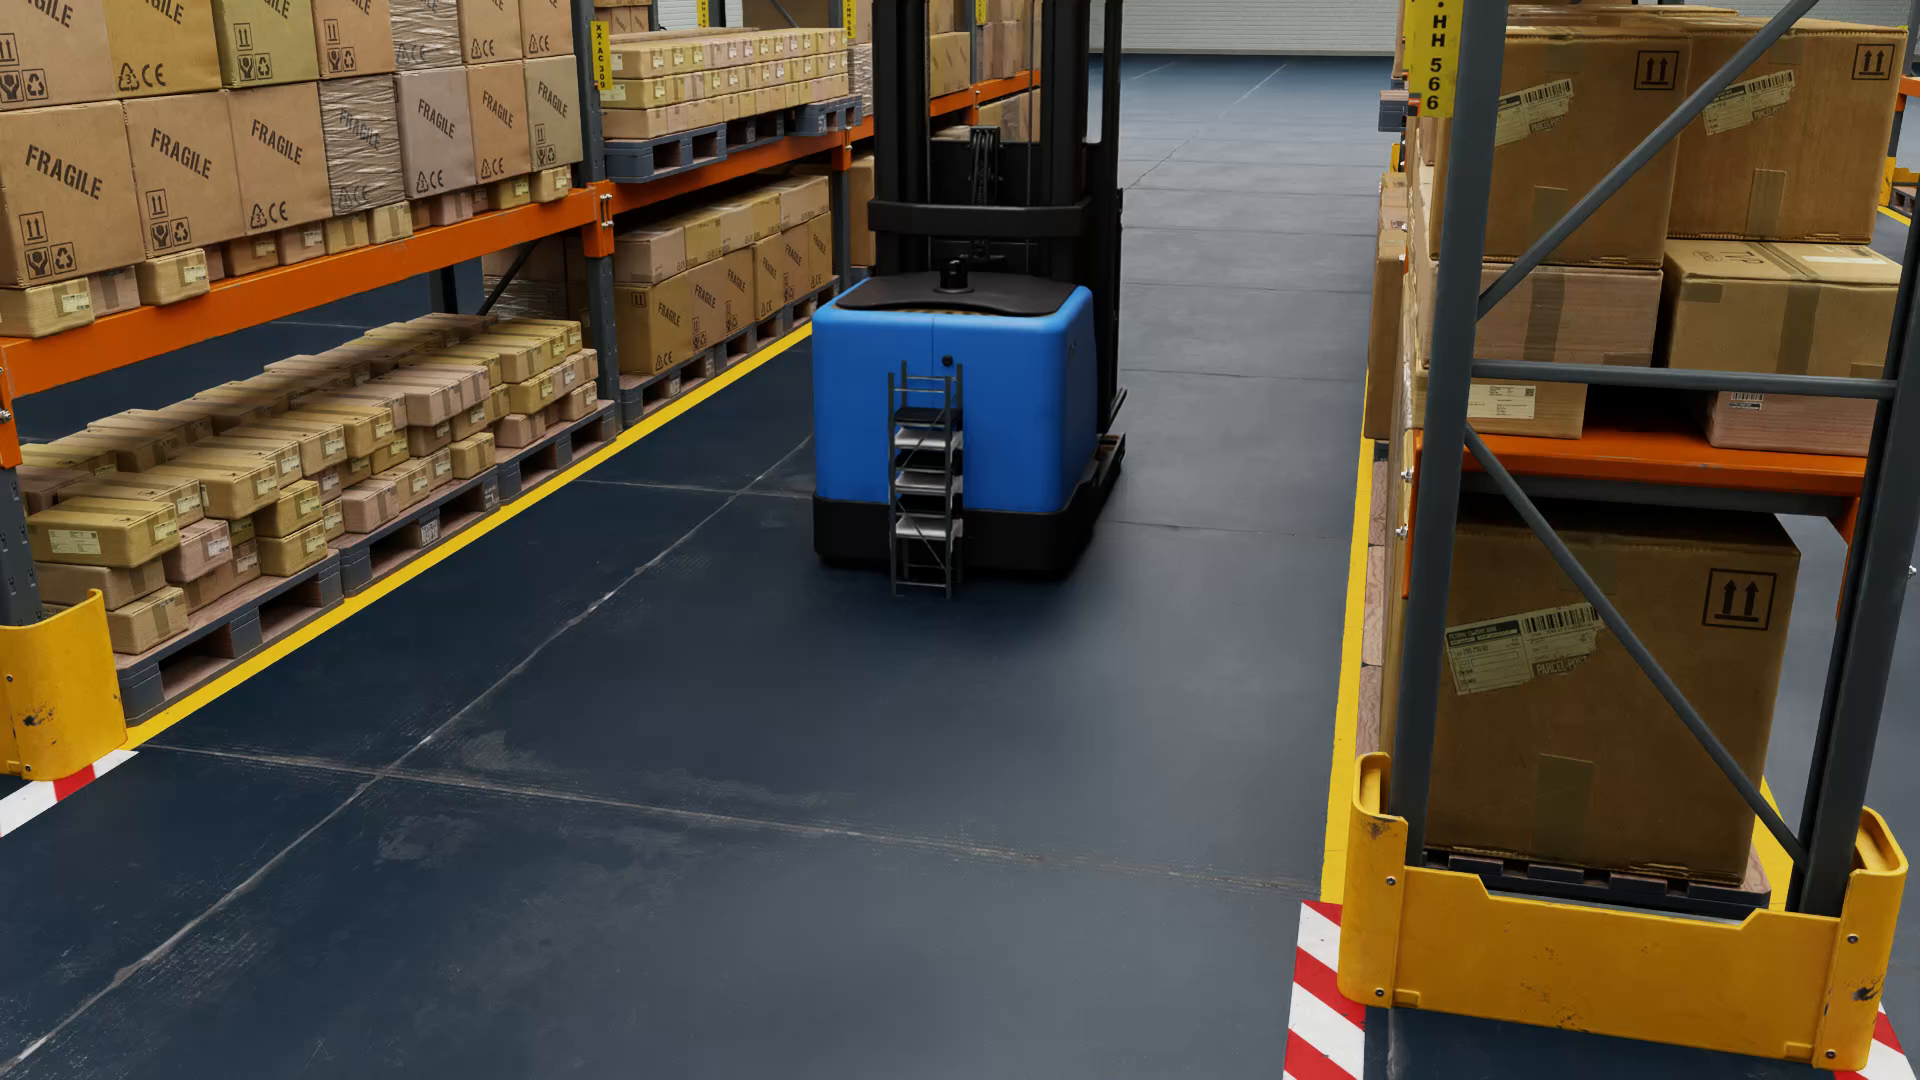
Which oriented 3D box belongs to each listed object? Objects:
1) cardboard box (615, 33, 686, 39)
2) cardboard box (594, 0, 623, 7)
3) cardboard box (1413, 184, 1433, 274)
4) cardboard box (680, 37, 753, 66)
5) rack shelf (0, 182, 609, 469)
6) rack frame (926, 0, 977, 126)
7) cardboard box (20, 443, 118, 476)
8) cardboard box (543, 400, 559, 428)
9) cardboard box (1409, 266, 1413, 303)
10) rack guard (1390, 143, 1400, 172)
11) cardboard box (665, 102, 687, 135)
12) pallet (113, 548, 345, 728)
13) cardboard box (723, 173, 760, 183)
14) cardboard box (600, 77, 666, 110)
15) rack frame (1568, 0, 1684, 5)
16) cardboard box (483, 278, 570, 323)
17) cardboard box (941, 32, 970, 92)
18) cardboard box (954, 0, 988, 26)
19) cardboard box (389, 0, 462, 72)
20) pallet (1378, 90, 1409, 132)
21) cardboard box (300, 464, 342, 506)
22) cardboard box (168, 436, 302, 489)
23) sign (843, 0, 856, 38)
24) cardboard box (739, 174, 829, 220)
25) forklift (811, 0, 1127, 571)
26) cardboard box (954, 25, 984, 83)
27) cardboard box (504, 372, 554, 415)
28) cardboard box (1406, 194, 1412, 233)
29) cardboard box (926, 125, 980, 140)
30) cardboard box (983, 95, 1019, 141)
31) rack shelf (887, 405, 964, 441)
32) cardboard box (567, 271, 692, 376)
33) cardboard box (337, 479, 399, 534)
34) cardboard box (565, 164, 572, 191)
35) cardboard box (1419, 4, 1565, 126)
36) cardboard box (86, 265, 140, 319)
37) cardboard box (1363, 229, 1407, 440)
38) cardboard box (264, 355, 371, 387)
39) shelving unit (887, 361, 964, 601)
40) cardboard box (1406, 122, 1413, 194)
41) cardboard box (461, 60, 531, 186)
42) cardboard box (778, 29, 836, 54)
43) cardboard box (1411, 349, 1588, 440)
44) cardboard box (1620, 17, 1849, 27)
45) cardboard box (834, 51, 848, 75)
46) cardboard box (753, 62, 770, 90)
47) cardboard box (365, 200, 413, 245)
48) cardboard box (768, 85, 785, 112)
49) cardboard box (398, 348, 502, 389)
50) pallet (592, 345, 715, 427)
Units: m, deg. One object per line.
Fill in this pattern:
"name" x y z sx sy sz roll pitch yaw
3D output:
"cardboard box" -1.937 -3.085 10.399 0.380 0.149 0.250 5 20 15
"cardboard box" -4.256 -6.290 18.801 0.700 0.500 0.500 4 19 13
"cardboard box" 1.623 -0.896 4.942 0.500 0.250 0.500 4 19 12
"cardboard box" -1.437 -2.866 9.756 0.380 0.149 0.250 5 20 15
"rack shelf" -2.783 -1.045 6.718 1.077 0.370 4.000 5 19 13
"rack frame" -0.340 -4.519 15.778 1.000 3.000 0.127 5 19 13
"cardboard box" -3.331 -0.241 6.092 0.380 0.149 0.250 4 19 12
"cardboard box" -2.204 -0.637 8.172 0.380 0.149 0.250 5 20 15
"cardboard box" 1.655 -0.833 5.373 0.380 0.149 0.250 5 19 14
"rack guard" 5.404 -4.143 18.544 1.175 0.500 0.348 5 19 13
"cardboard box" -1.690 -2.266 8.921 0.380 0.149 0.250 5 19 14
"pallet" -3.020 0.286 6.024 1.003 0.211 1.213 5 19 13
"cardboard box" -1.720 -2.439 11.746 0.500 0.250 0.500 4 19 11
"cardboard box" -1.752 -2.320 8.617 0.380 0.149 0.250 5 19 14
"rack frame" 2.491 -1.589 7.198 1.000 3.000 0.127 5 19 13
"cardboard box" -2.358 -1.280 9.511 0.500 0.500 0.500 4 19 12
"cardboard box" -0.208 -4.382 15.222 0.500 0.500 0.500 5 19 13
"cardboard box" -0.216 -5.214 15.910 0.875 0.550 0.550 5 19 13
"cardboard box" -2.407 -2.183 6.775 0.500 0.500 0.500 5 20 15
"pallet" 3.539 -2.983 11.578 1.213 0.211 1.003 5 19 13
"cardboard box" -2.658 -0.220 6.492 0.380 0.149 0.250 4 19 11
"cardboard box" -2.697 -0.276 6.195 0.380 0.149 0.250 4 19 11
"sign" -0.788 -3.736 11.817 0.100 0.325 0.005 5 19 13
"cardboard box" -1.230 -2.401 11.635 0.500 0.250 0.500 4 19 12
"forklift" 0.208 -1.702 7.637 1.130 2.935 3.031 4 19 11
"cardboard box" -0.261 -4.707 16.095 0.875 0.550 0.550 5 19 13
"cardboard box" -2.165 -0.707 7.918 0.380 0.149 0.250 4 19 11
"cardboard box" 2.032 -1.321 6.803 0.380 0.149 0.250 4 19 12
"cardboard box" -0.404 -3.452 15.484 1.050 0.750 0.750 5 19 13
"cardboard box" 0.098 -4.187 17.443 0.875 0.875 0.875 5 19 14
"rack shelf" -0.131 -0.452 6.386 0.258 0.077 0.200 4 19 11
"cardboard box" -1.857 -1.238 9.390 0.500 0.500 0.500 5 20 16
"cardboard box" -2.511 -0.144 6.729 0.380 0.149 0.250 4 19 11
"cardboard box" -2.137 -1.785 8.162 0.380 0.149 0.250 4 19 13
"cardboard box" 2.126 -1.883 6.672 0.500 0.500 0.500 5 19 13
"cardboard box" -2.853 -0.798 5.272 0.380 0.149 0.250 5 20 15
"cardboard box" 2.628 -0.984 8.065 1.225 0.875 0.875 5 19 14
"cardboard box" -2.901 -0.730 7.524 0.380 0.149 0.250 5 20 15
"shelving unit" -0.131 -0.228 6.463 0.258 0.900 0.210 4 19 11
"cardboard box" 2.468 -1.959 8.126 0.500 0.500 0.500 5 20 15
"cardboard box" -2.267 -1.863 7.388 0.500 0.500 0.500 4 19 12
"cardboard box" -1.056 -3.359 11.199 0.380 0.149 0.250 4 19 13
"cardboard box" 1.281 -0.354 3.971 0.380 0.149 0.250 5 19 14
"cardboard box" 2.135 -1.208 4.696 0.500 0.500 0.500 4 19 12
"cardboard box" -0.996 -3.295 11.474 0.380 0.149 0.250 5 20 15
"cardboard box" -1.372 -2.810 10.053 0.380 0.149 0.250 4 19 12
"cardboard box" -2.449 -1.289 6.710 0.380 0.149 0.250 5 19 14
"cardboard box" -1.310 -2.753 10.346 0.380 0.149 0.250 5 20 15
"cardboard box" -2.346 -0.774 7.654 0.380 0.149 0.250 5 20 15
"pallet" -2.105 -0.936 9.603 1.003 0.211 1.213 5 19 13
